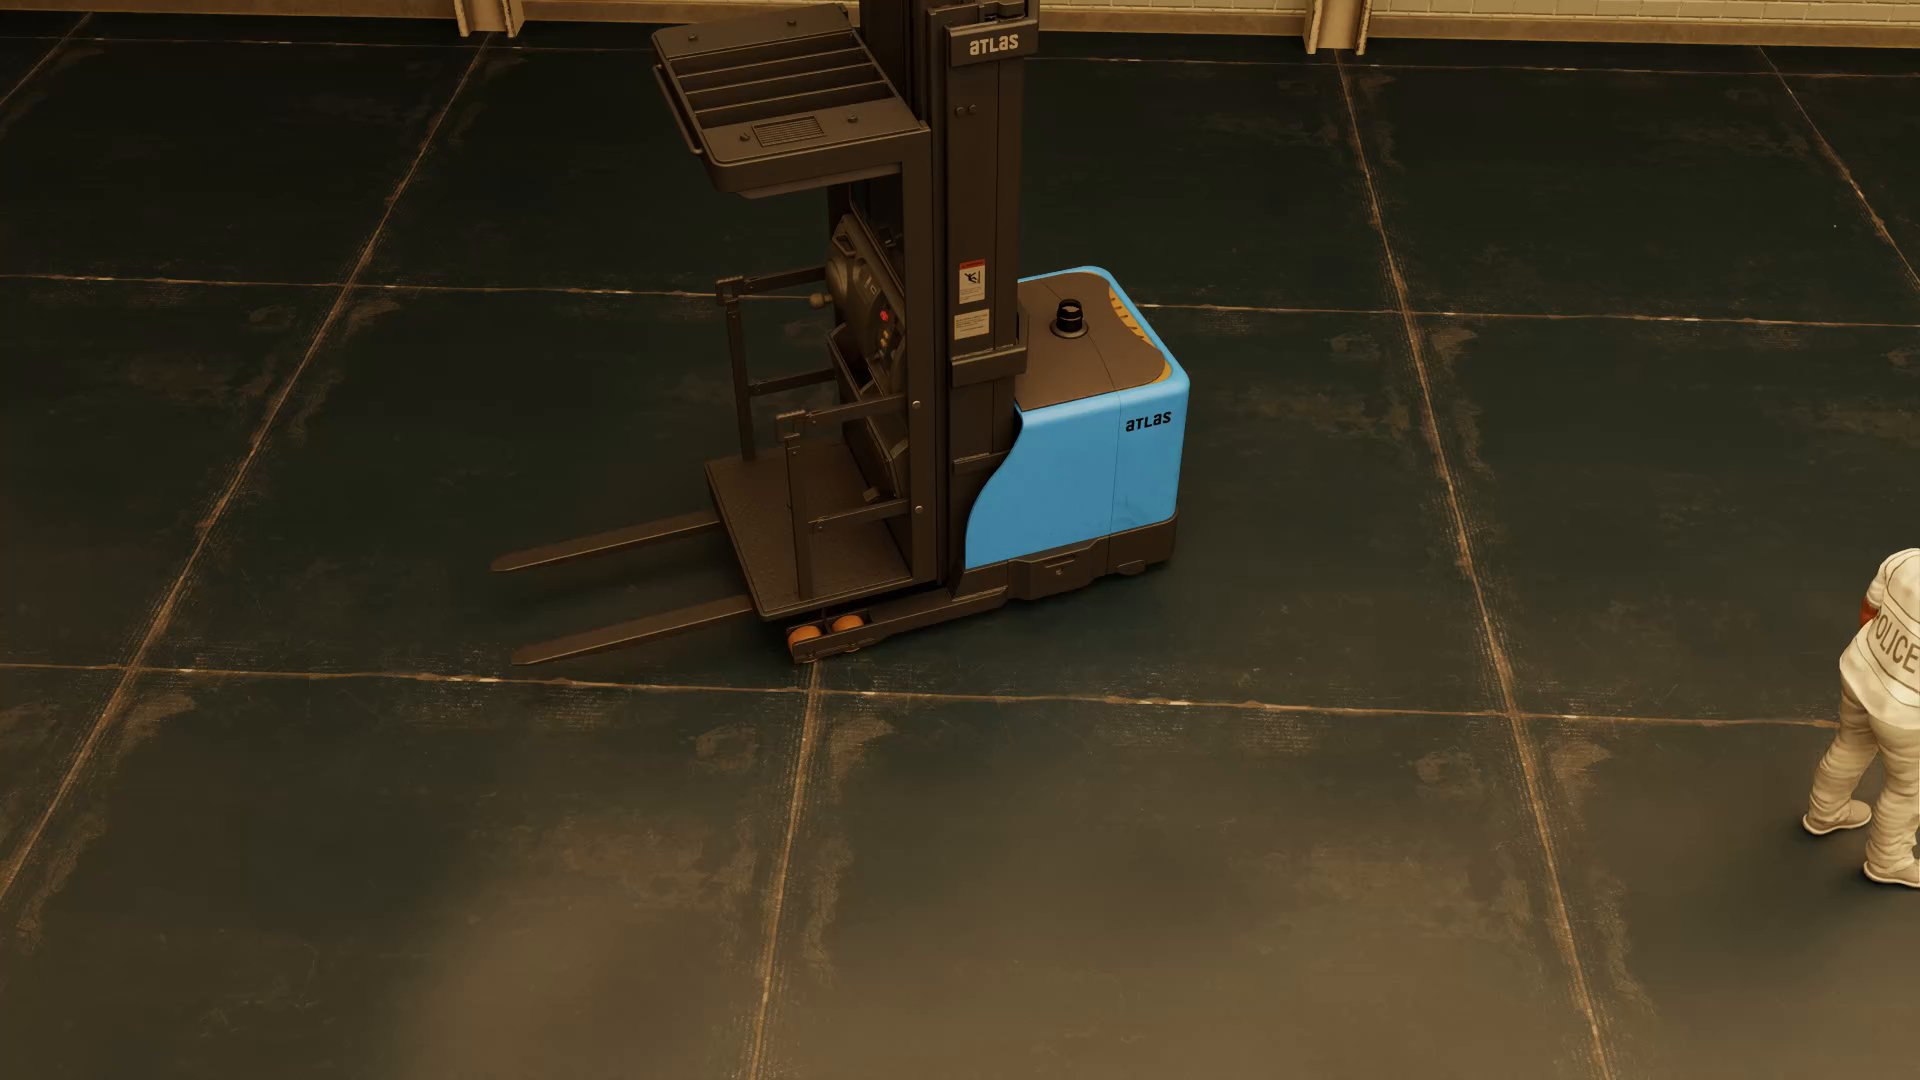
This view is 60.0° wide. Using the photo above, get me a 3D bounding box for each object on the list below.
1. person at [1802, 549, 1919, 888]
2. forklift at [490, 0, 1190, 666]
[{"bbox_3d":[3.514,0.556,6.061,0.529,1.670,0.598,-7,43,-8],"label":"person"},{"bbox_3d":[-0.573,-0.945,6.778,3.031,2.935,1.130,-13,44,-14],"label":"forklift"}]
